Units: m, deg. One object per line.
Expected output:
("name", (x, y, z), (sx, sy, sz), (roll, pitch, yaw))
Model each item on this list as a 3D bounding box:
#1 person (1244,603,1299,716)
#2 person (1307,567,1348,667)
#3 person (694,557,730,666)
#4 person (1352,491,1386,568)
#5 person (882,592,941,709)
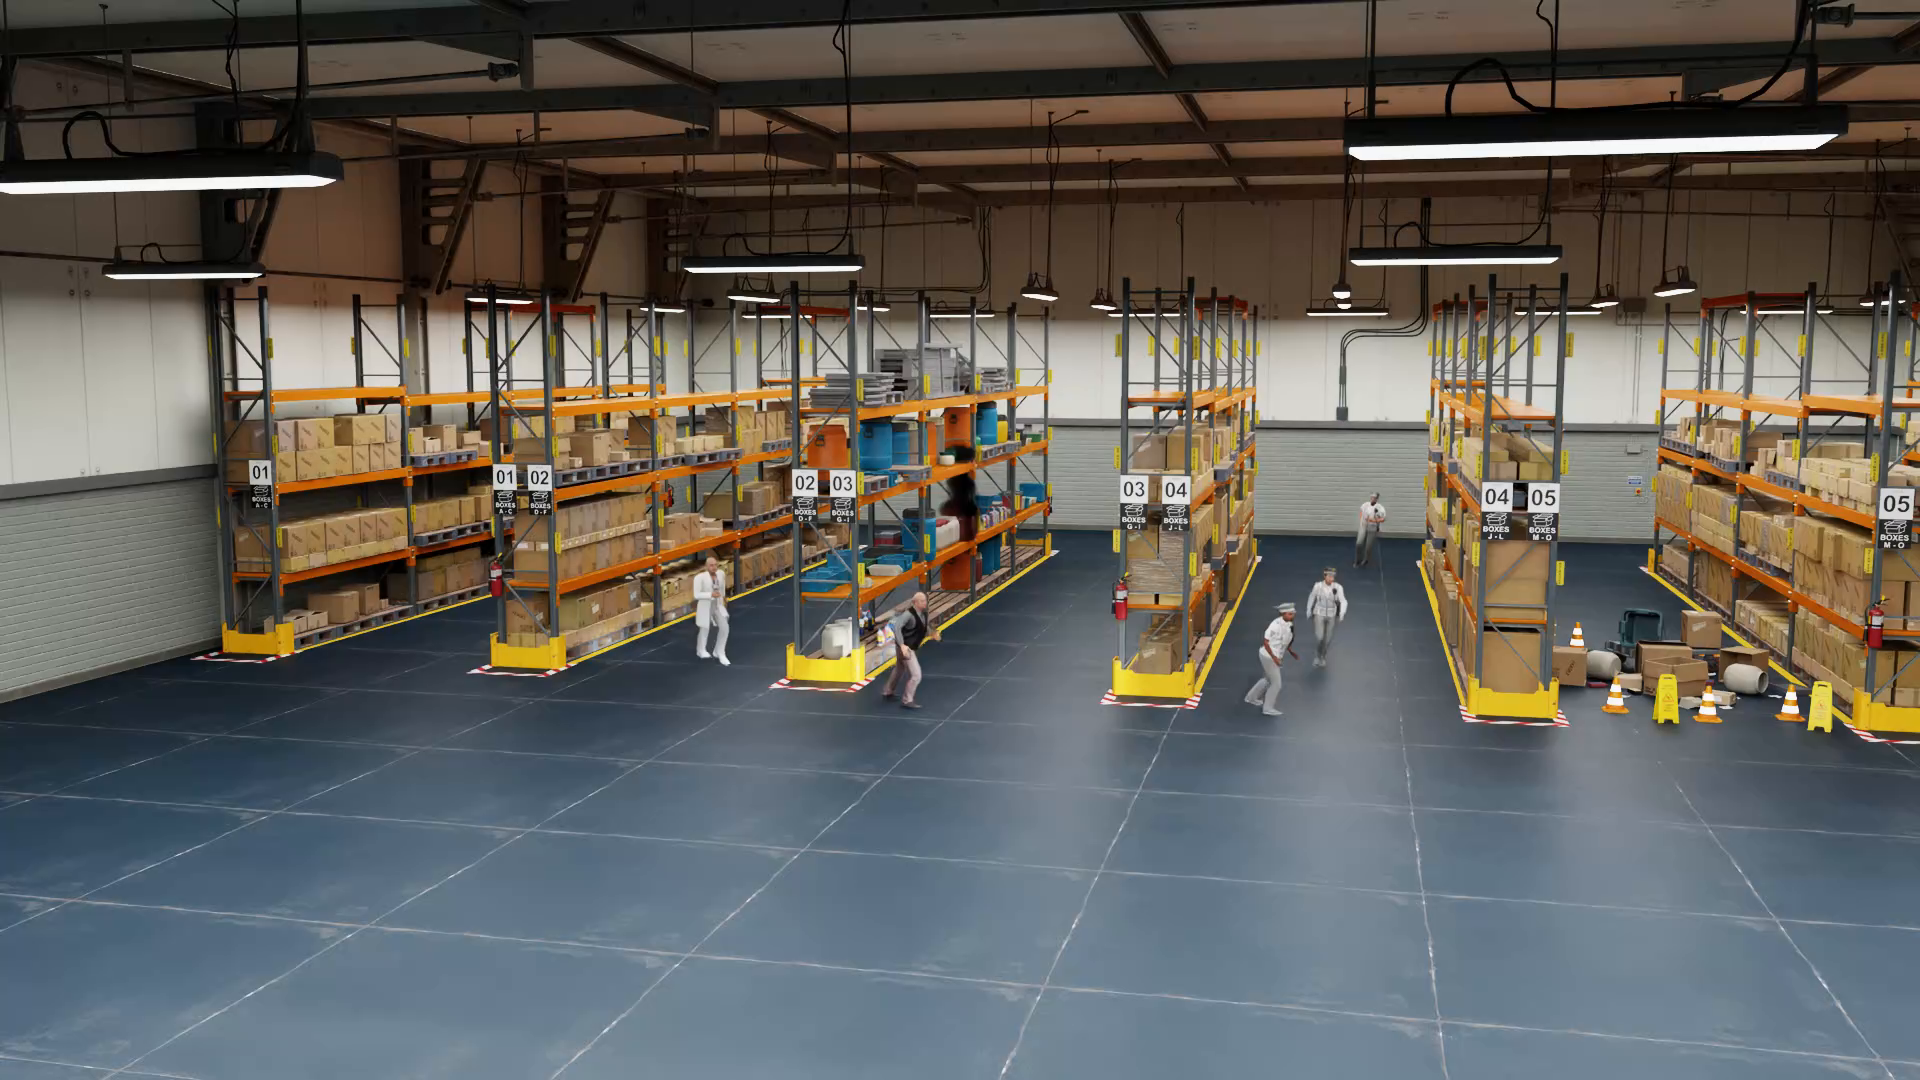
("person", (4.256, 1.604, 22.827), (0.809, 1.584, 0.614), (5, 8, 34))
("person", (5.746, 1.208, 25.953), (0.565, 1.617, 0.785), (0, 7, 2))
("person", (-3.966, 1.115, 26.364), (0.626, 1.732, 1.038), (-3, 7, -26))
("person", (9.413, -0.220, 38.136), (0.712, 1.826, 0.702), (3, 7, 26))
("person", (-0.707, 1.527, 23.330), (0.897, 1.649, 0.707), (2, 7, 15))
